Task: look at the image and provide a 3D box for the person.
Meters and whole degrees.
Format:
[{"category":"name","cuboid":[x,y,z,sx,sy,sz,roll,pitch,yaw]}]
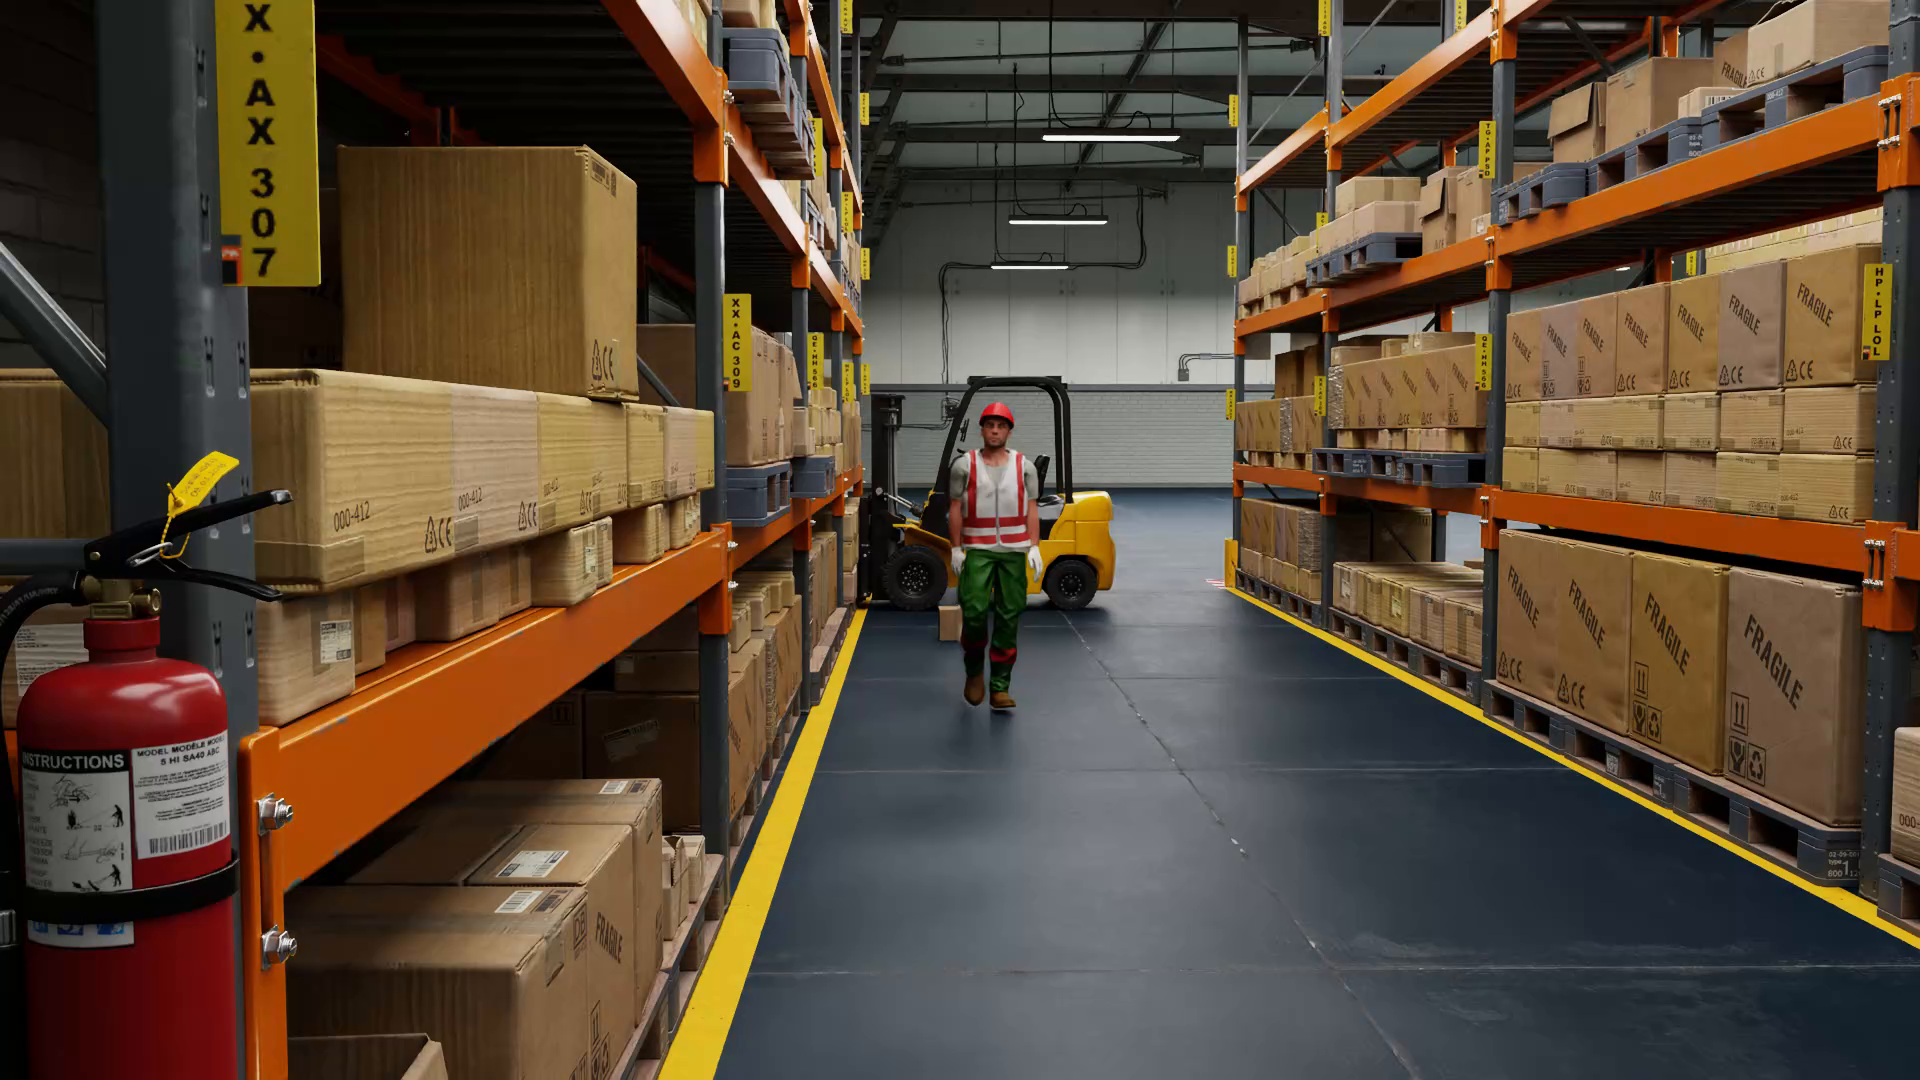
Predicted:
[{"category":"person","cuboid":[0.213,0.087,9.694,0.542,1.784,0.461,0,4,-6]}]
